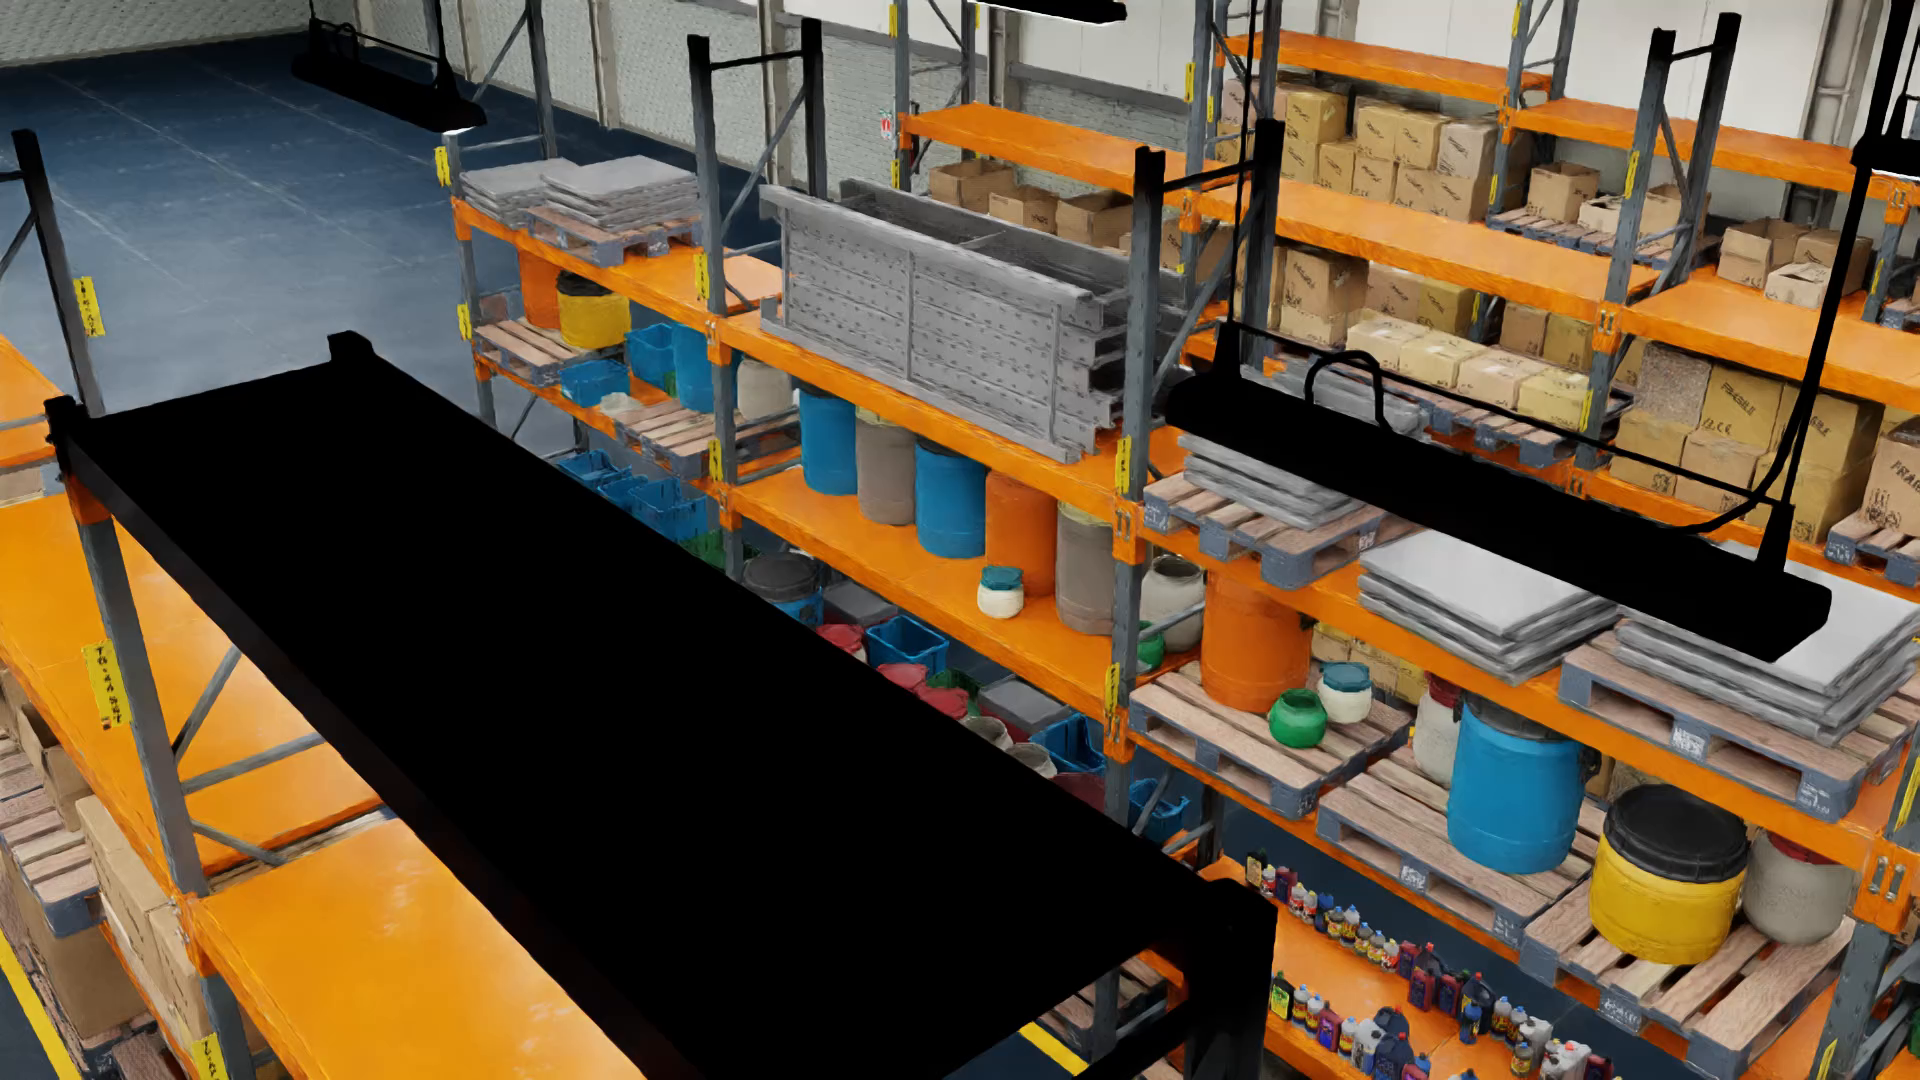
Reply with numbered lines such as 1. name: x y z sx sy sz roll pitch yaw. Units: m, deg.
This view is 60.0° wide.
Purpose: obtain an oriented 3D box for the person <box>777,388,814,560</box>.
1. person: -1.601 -0.730 17.127 0.620 1.723 0.958 -8 28 -16
